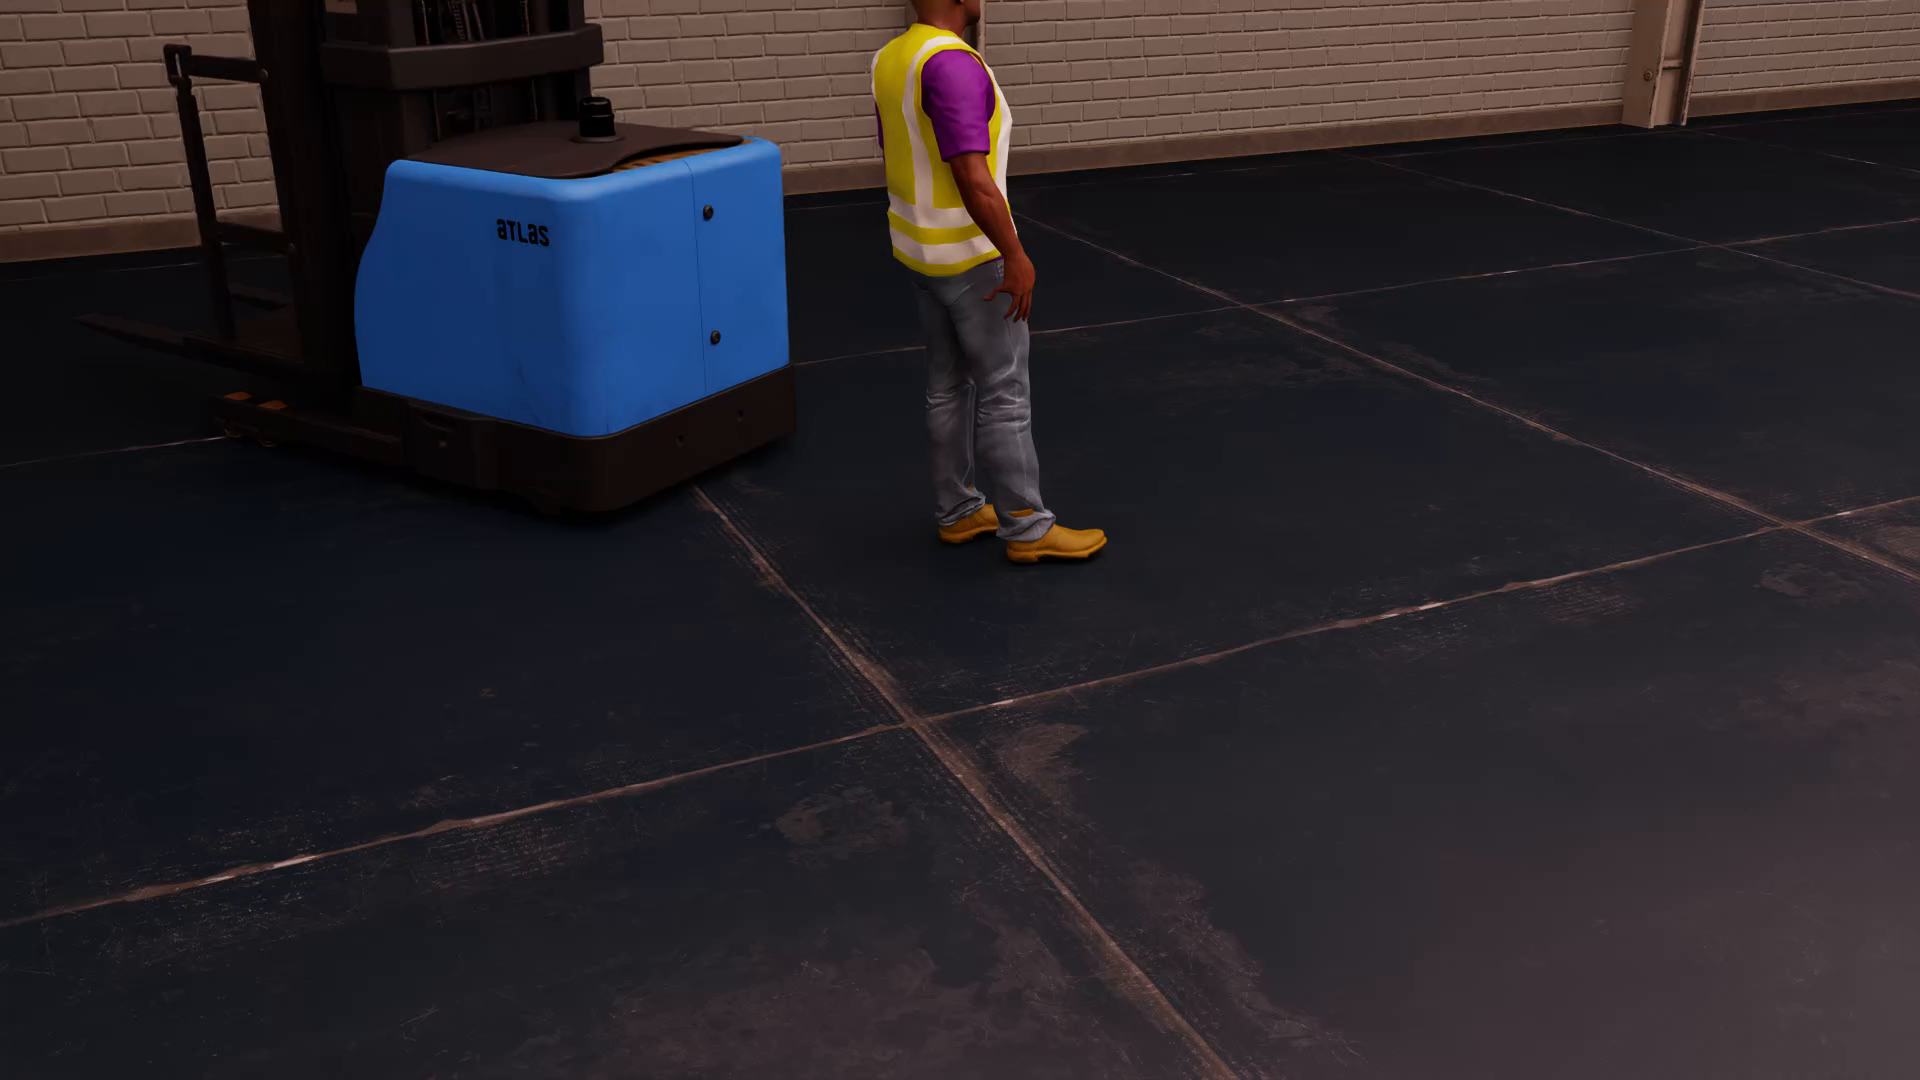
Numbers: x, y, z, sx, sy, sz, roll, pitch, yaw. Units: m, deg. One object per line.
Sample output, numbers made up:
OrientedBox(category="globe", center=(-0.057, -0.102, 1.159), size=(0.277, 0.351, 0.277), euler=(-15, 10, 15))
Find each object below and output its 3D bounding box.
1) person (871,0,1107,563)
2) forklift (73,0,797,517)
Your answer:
OrientedBox(category="person", center=(0.066, -0.832, 4.789), size=(0.574, 1.769, 0.665), euler=(-10, 25, -23))
OrientedBox(category="forklift", center=(-2.098, -1.836, 5.706), size=(3.031, 2.935, 1.130), euler=(14, 26, 29))
